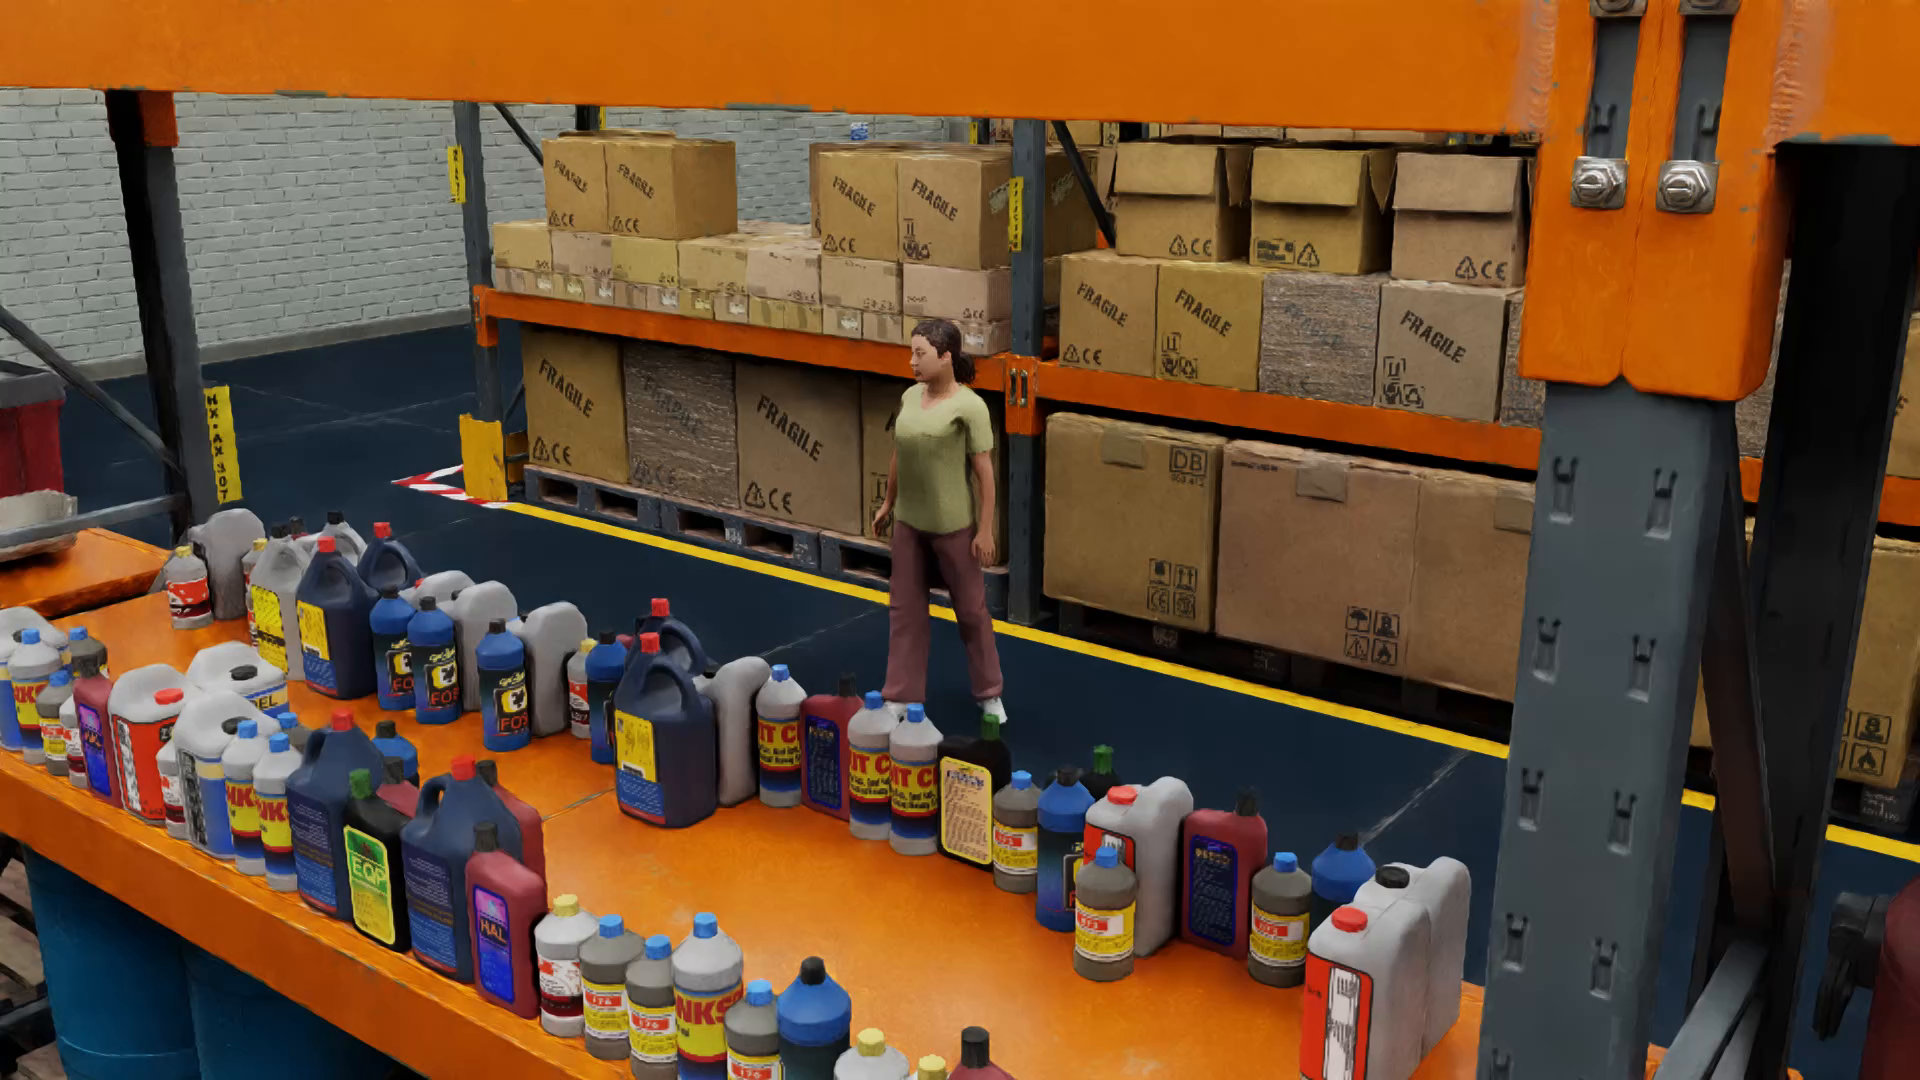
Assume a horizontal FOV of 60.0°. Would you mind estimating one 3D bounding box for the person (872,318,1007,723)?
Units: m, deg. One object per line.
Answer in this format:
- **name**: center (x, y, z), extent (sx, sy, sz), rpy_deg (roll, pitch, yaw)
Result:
- **person**: center (-0.116, 0.003, 6.716), extent (0.620, 1.536, 0.577), rpy_deg (12, 20, 35)
